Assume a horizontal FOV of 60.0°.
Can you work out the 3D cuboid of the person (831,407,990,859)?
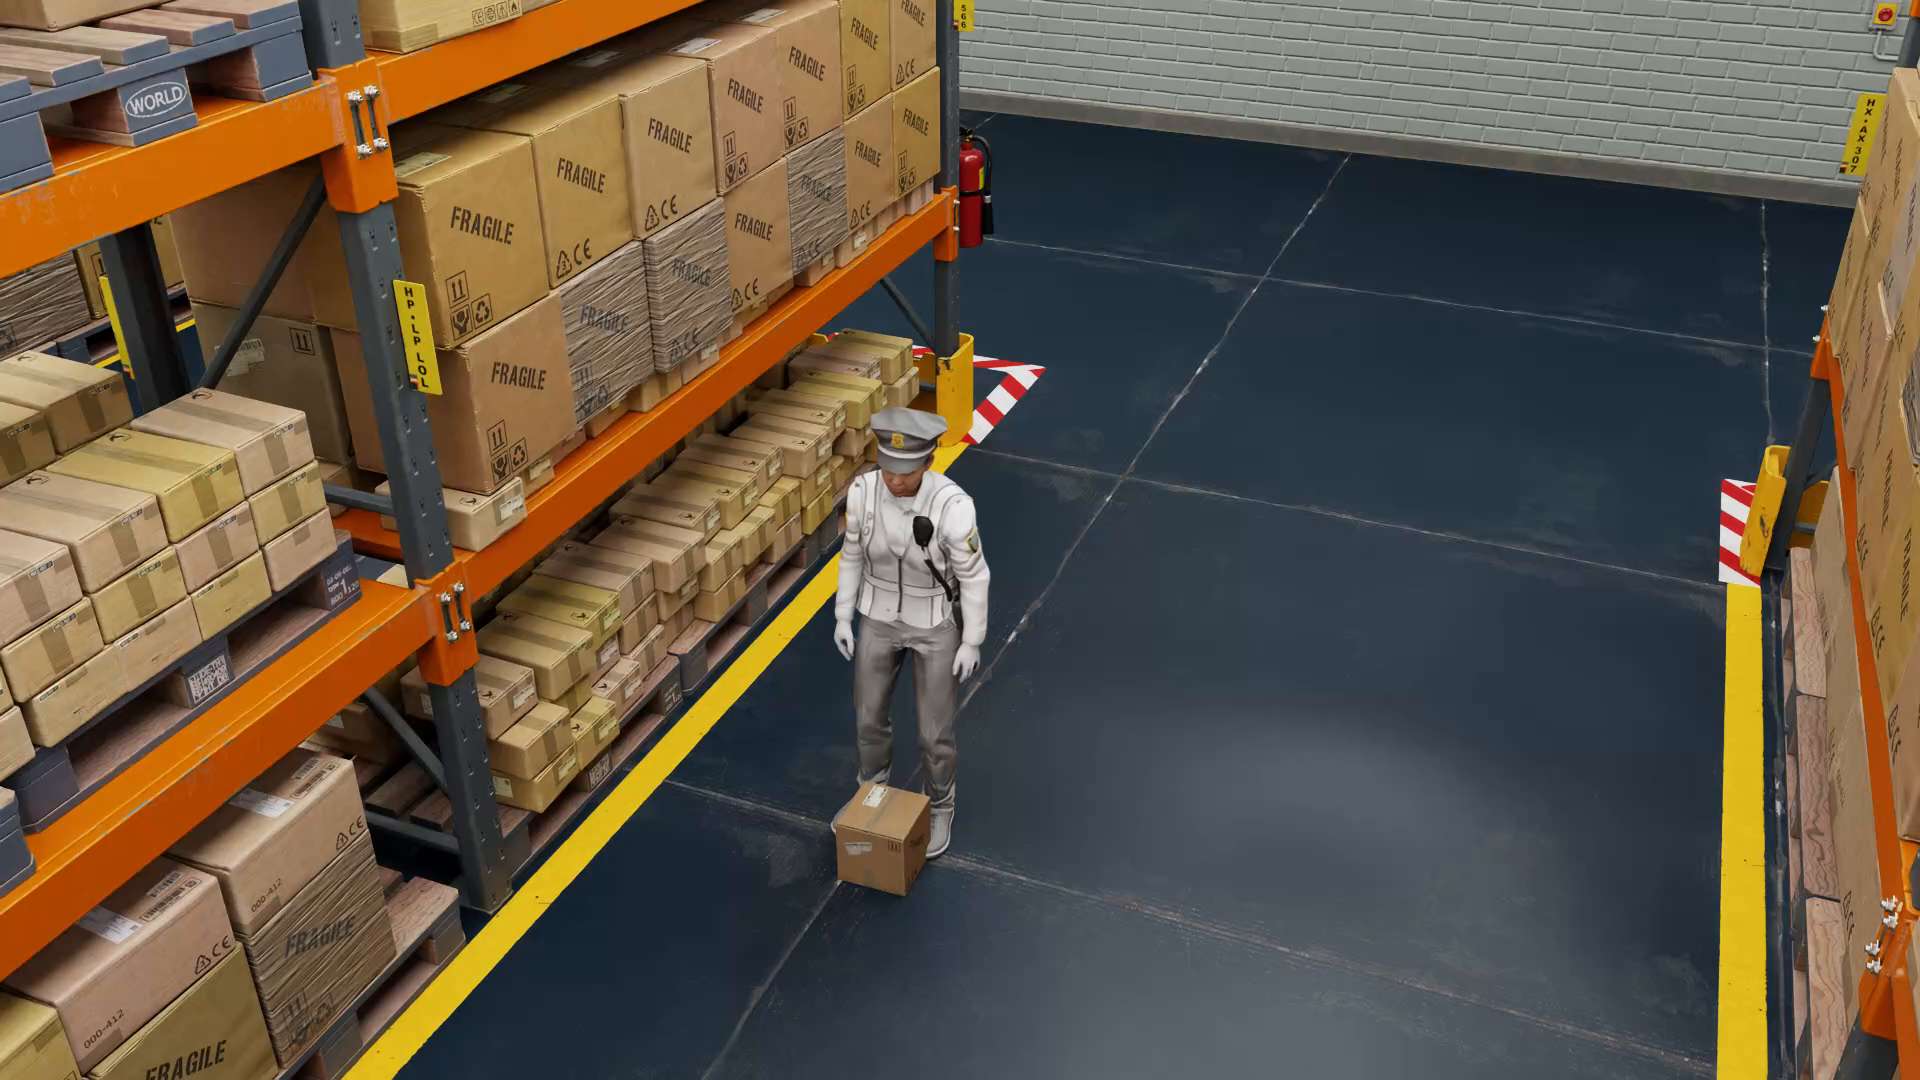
[{"bbox_3d":[-0.172,0.305,5.593,0.541,1.662,0.375,10,31,16],"label":"person"}]
